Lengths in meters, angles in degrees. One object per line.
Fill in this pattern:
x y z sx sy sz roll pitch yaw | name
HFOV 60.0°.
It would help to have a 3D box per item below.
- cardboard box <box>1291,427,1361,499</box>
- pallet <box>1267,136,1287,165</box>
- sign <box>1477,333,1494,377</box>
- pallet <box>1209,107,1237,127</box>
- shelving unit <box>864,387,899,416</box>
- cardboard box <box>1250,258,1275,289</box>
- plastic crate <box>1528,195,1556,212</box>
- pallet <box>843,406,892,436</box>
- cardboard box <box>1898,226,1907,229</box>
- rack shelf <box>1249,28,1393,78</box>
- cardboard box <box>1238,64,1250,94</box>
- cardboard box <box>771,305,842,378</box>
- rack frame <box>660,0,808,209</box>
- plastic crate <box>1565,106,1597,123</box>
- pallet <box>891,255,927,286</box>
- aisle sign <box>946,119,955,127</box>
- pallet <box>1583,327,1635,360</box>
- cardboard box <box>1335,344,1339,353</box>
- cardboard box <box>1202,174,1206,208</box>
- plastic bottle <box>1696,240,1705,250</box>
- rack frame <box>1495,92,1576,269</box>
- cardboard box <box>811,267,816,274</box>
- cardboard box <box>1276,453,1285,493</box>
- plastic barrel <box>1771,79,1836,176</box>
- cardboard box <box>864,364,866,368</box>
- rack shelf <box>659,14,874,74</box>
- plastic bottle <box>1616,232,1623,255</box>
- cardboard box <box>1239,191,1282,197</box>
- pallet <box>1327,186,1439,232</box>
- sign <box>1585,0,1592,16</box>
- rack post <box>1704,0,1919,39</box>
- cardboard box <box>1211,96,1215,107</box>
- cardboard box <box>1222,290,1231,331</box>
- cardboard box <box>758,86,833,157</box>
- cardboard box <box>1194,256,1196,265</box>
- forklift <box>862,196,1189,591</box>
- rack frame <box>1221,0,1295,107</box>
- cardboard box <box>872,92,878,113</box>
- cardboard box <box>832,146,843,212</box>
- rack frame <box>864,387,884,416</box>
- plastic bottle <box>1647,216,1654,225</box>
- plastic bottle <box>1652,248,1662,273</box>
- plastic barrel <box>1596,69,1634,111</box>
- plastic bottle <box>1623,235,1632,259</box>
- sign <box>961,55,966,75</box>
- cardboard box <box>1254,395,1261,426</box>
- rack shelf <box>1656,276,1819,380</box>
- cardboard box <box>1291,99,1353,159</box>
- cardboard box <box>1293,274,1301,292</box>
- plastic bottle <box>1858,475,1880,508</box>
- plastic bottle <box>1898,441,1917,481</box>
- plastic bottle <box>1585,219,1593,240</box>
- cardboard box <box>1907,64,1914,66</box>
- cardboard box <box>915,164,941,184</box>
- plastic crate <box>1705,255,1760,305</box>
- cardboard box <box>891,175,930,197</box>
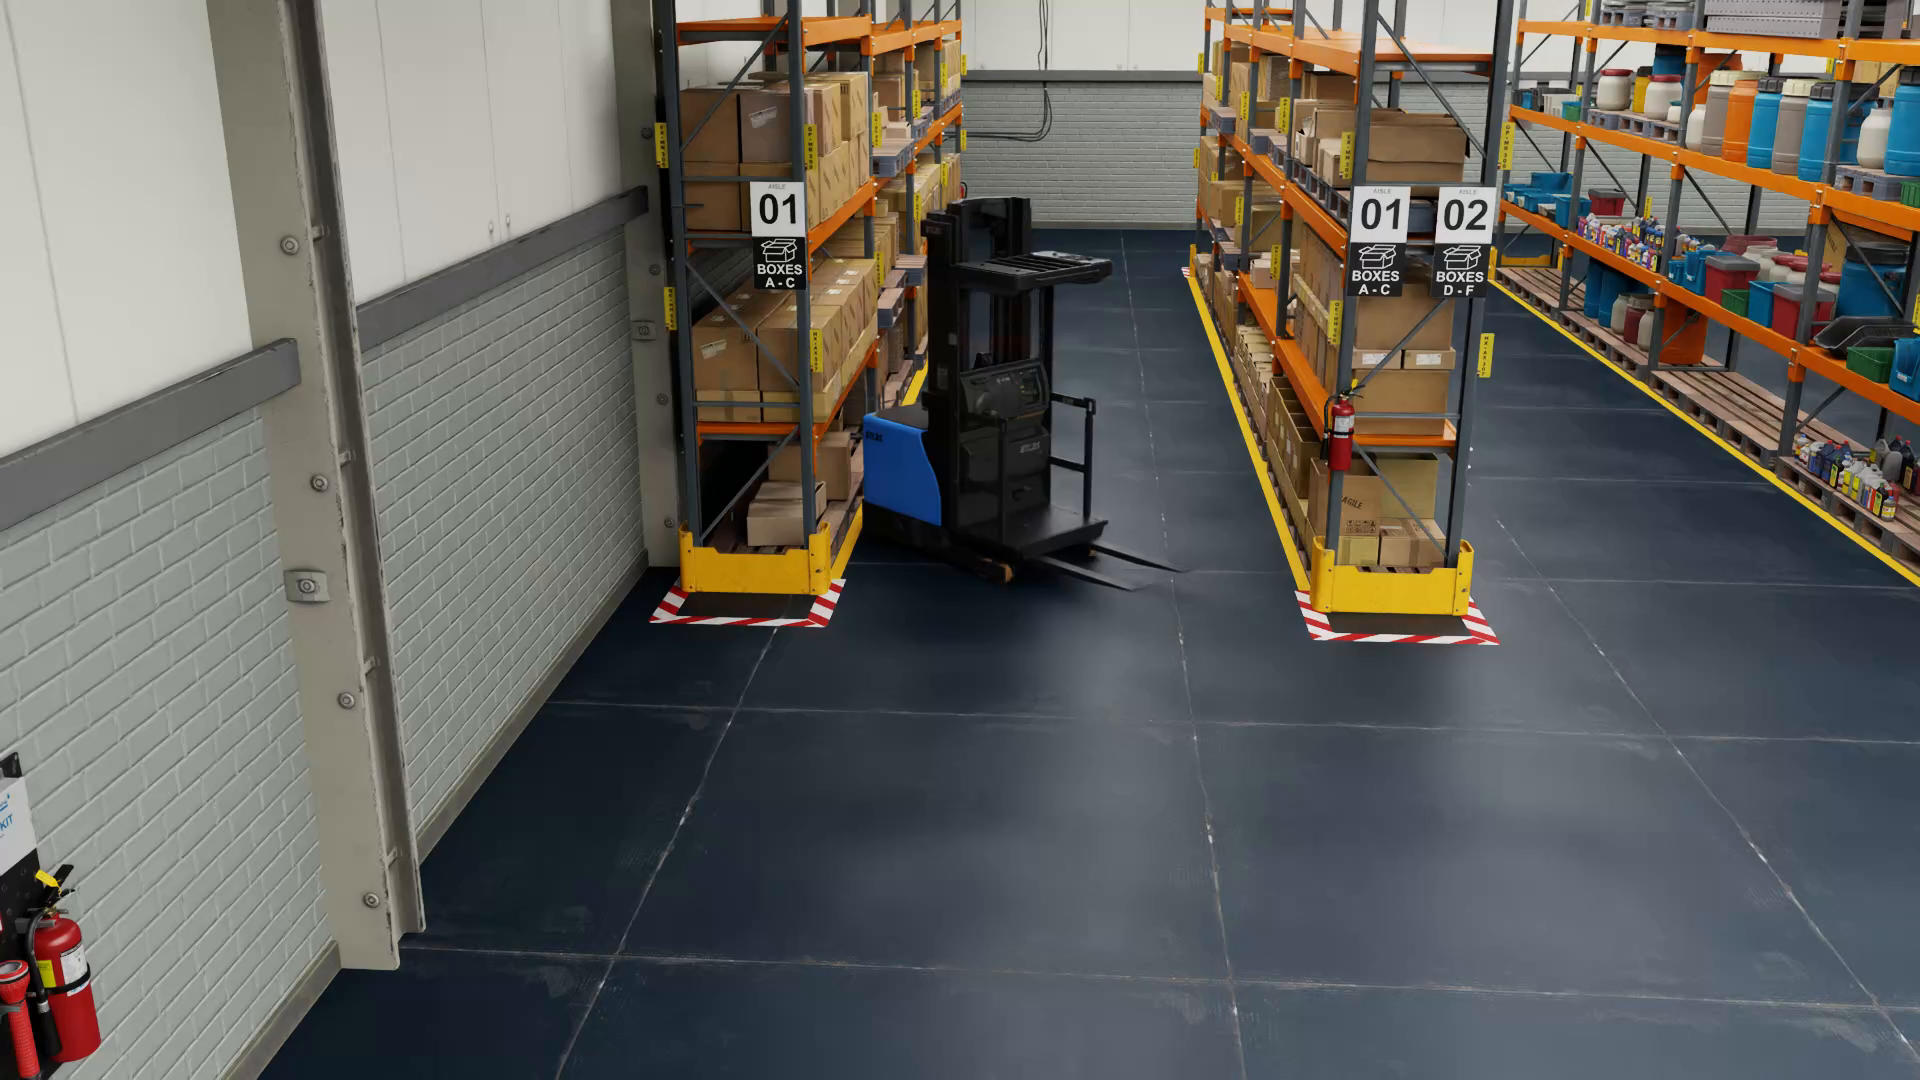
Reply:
3.108 -0.656 14.146 0.500 0.500 0.500 1 18 4 | cardboard box
3.847 -4.183 17.858 1.003 0.211 1.213 2 18 6 | pallet
3.863 -1.358 12.232 0.100 0.325 0.005 1 18 4 | sign
4.053 -5.785 22.746 1.213 0.211 1.003 1 18 4 | pallet
-0.691 -0.741 14.758 0.189 1.200 0.258 17 24 41 | shelving unit
3.626 -3.092 19.185 0.500 0.311 0.500 1 18 3 | cardboard box
8.935 -5.158 25.520 0.416 0.233 0.300 1 18 4 | plastic crate
-1.290 -1.191 17.720 1.003 0.211 1.213 1 18 4 | pallet
13.782 -4.570 23.956 0.380 0.149 0.250 1 18 3 | cardboard box
3.740 -5.105 17.350 1.077 0.370 4.000 1 18 4 | rack shelf
4.035 -6.007 22.126 0.600 0.600 0.600 1 18 3 | cardboard box
-1.252 -1.622 13.560 0.500 0.500 0.500 1 18 4 | cardboard box
-1.631 -3.883 11.823 1.000 3.000 0.127 1 18 4 | rack frame
8.839 -6.001 23.444 0.450 0.188 0.662 1 18 4 | plastic crate
-1.003 -3.202 19.687 1.213 0.211 1.003 1 18 4 | pallet
-0.180 -7.253 27.565 0.394 0.787 0.004 1 18 4 | aisle sign
8.929 -2.595 22.002 1.003 0.211 1.213 1 18 4 | pallet
3.183 -1.562 13.172 0.380 0.149 0.250 1 18 3 | cardboard box
4.091 -5.492 26.205 0.500 0.500 0.500 1 18 4 | cardboard box
9.282 -3.624 20.852 0.061 0.283 0.133 1 18 4 | plastic bottle
9.397 -5.781 27.247 1.000 3.000 0.127 1 18 4 | rack frame
-1.628 -2.267 15.530 0.500 0.500 0.500 1 18 4 | cardboard box
3.179 -0.611 15.211 0.500 0.250 0.500 1 18 4 | cardboard box
8.404 -4.083 16.445 0.600 0.901 0.600 0 18 0 | plastic barrel
-1.322 -1.687 18.061 0.700 0.500 0.500 1 18 3 | cardboard box
-1.488 -4.161 13.831 1.077 0.370 4.000 1 18 4 | rack shelf
8.532 -3.829 21.480 0.061 0.283 0.133 1 18 4 | plastic bottle
4.105 -4.347 22.037 0.700 0.500 0.500 -3 18 -10 | cardboard box
3.386 -2.525 12.638 1.003 0.211 1.213 1 18 4 | pallet
9.947 -8.471 26.341 0.100 0.325 0.005 1 18 4 | sign
8.592 -5.613 16.780 1.013 1.000 3.121 1 18 4 | rack post
4.013 -6.472 24.780 0.500 0.250 0.500 1 18 4 | cardboard box
3.785 -3.048 22.217 0.500 0.500 0.500 1 18 2 | cardboard box
-1.275 -3.259 12.936 0.500 0.500 0.500 1 18 3 | cardboard box
4.084 -4.624 27.590 0.380 0.149 0.250 1 18 4 | cardboard box
0.516 -1.217 13.429 1.130 2.935 3.031 -16 24 -40 | forklift
4.170 -7.501 22.863 1.000 3.000 0.127 1 18 4 | rack frame
-1.137 -4.498 17.682 0.500 0.500 0.500 1 18 2 | cardboard box
-1.251 -2.941 13.570 0.500 0.500 0.500 2 18 6 | cardboard box
-0.757 -0.761 14.818 0.006 1.200 0.240 17 24 41 | rack frame
9.371 -4.222 22.570 0.144 0.351 0.185 1 18 4 | plastic bottle
8.427 -3.376 20.095 0.061 0.283 0.133 1 18 4 | plastic bottle
8.823 -6.070 22.420 0.433 0.535 0.433 0 18 0 | plastic barrel
8.509 -3.731 21.178 0.061 0.283 0.133 1 18 4 | plastic bottle
0.056 -7.794 27.279 0.100 0.325 0.005 1 18 4 | sign
3.375 -1.351 17.469 0.500 0.250 0.500 1 18 3 | cardboard box
8.680 -2.333 17.881 1.077 0.370 4.000 1 18 4 | rack shelf
3.297 -3.754 15.185 0.500 0.500 0.500 3 18 8 | cardboard box
3.384 -2.442 15.856 0.380 0.149 0.250 1 18 4 | cardboard box
8.000 -0.427 14.577 0.152 0.276 0.135 1 18 2 | plastic bottle
8.764 -0.738 15.405 0.144 0.351 0.185 0 18 1 | plastic bottle
8.652 -4.265 22.828 0.097 0.271 0.097 0 18 0 | plastic bottle
14.269 -6.718 24.296 0.700 0.500 0.500 2 18 6 | cardboard box
-0.550 -5.163 23.489 0.500 0.250 0.500 2 18 5 | cardboard box
8.403 -2.831 18.144 0.402 0.464 0.583 1 18 4 | plastic crate
-0.668 -4.688 22.038 0.500 0.250 0.500 1 18 3 | cardboard box
